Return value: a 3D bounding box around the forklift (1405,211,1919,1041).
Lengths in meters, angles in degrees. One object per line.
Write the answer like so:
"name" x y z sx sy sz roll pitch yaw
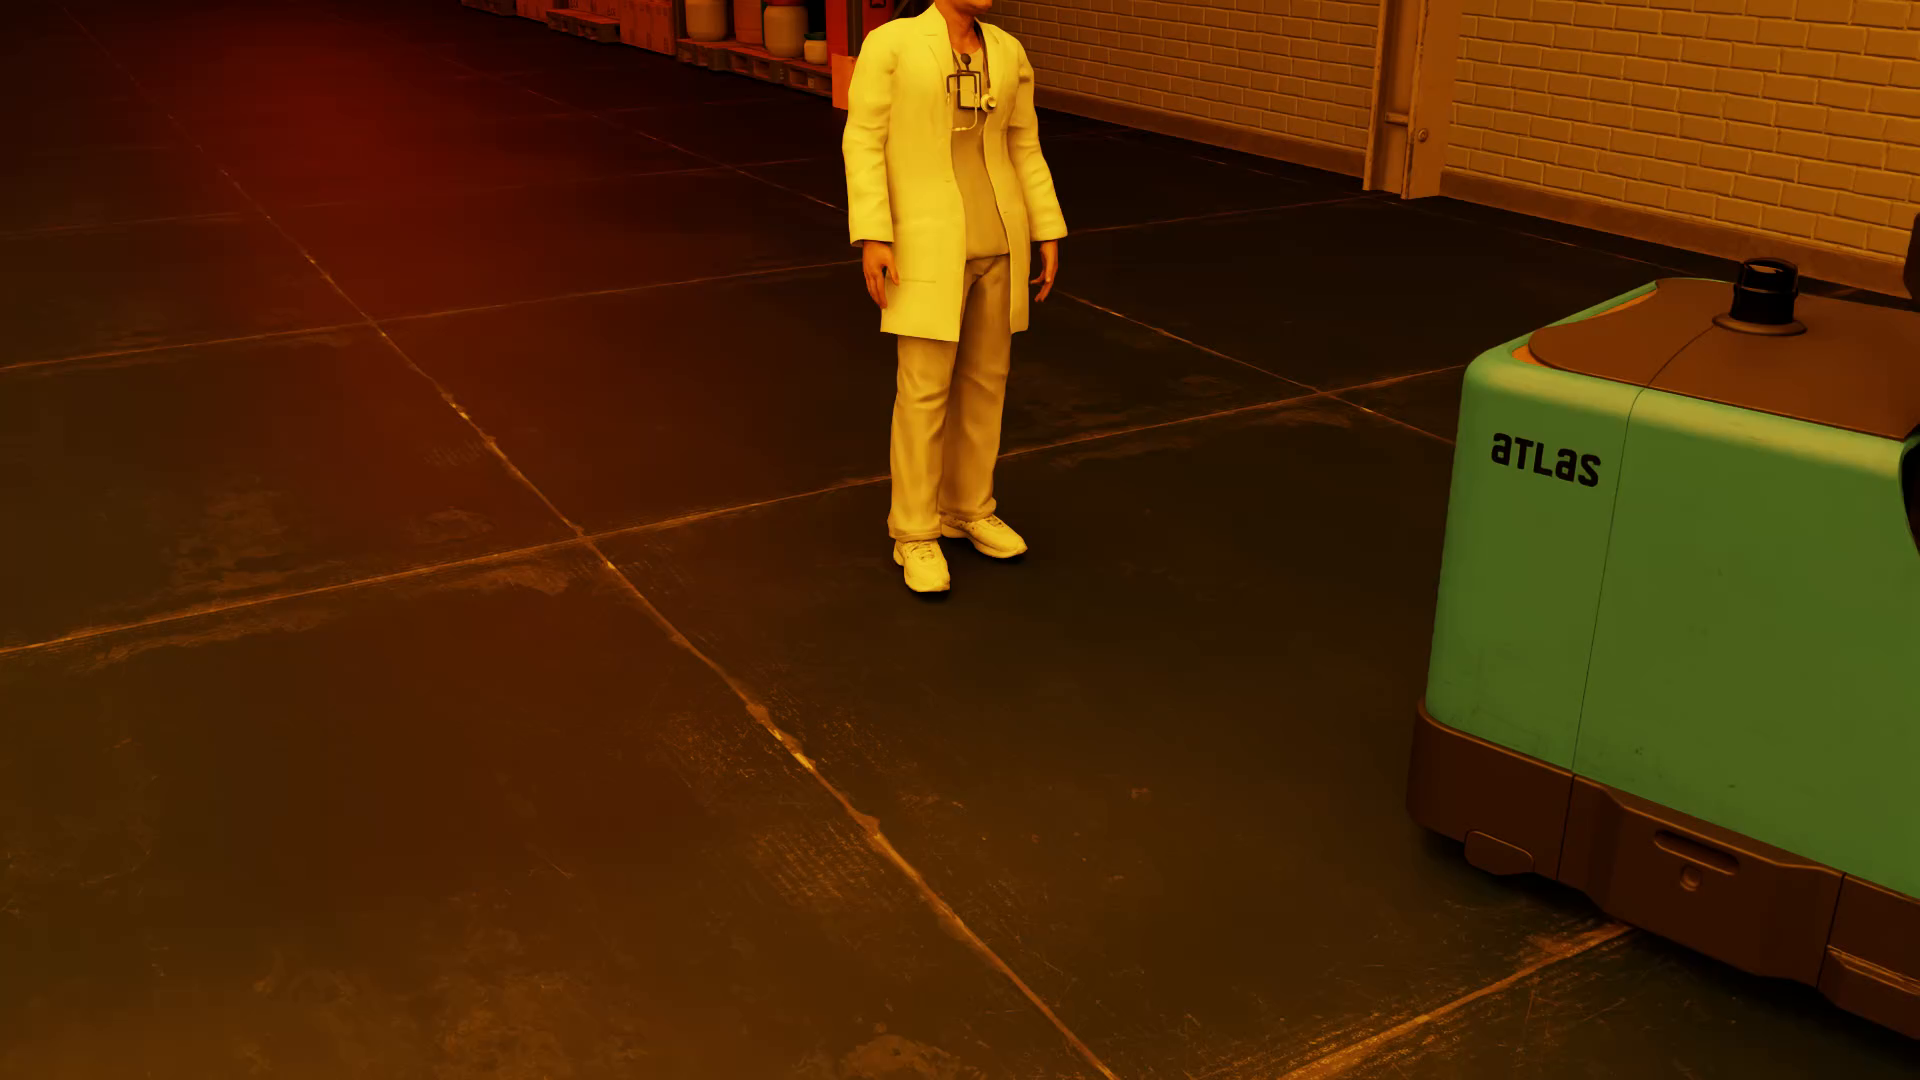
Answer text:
"forklift" 2.365 -0.459 2.391 3.031 2.935 1.130 20 30 40

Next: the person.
"person" 0.041 -0.695 4.762 0.696 1.551 0.581 -12 25 -28
